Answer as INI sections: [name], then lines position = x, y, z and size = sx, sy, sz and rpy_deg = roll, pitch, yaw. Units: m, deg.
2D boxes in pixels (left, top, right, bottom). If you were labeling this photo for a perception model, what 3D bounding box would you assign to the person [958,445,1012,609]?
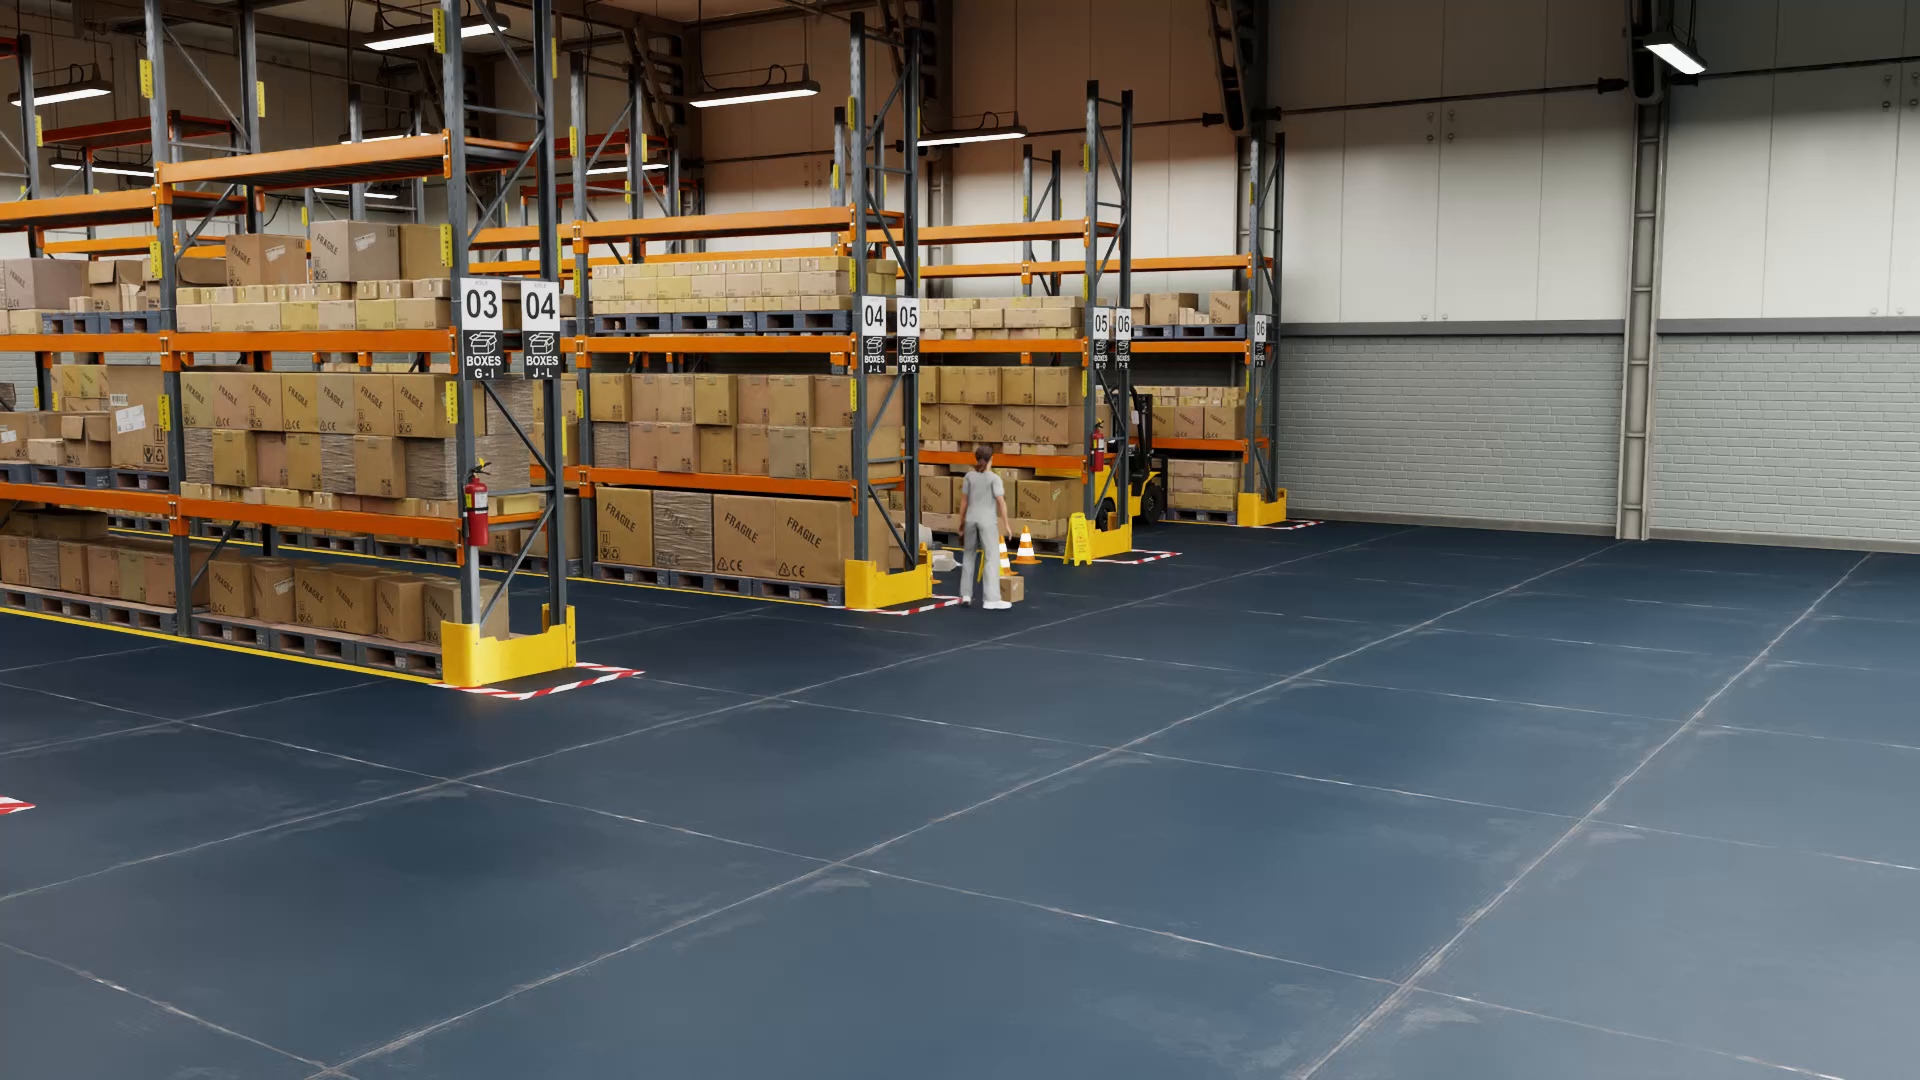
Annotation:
[person]
position = 0.232, -0.129, 17.085
size = 0.680, 1.694, 0.471
rpy_deg = 4, 7, 29
